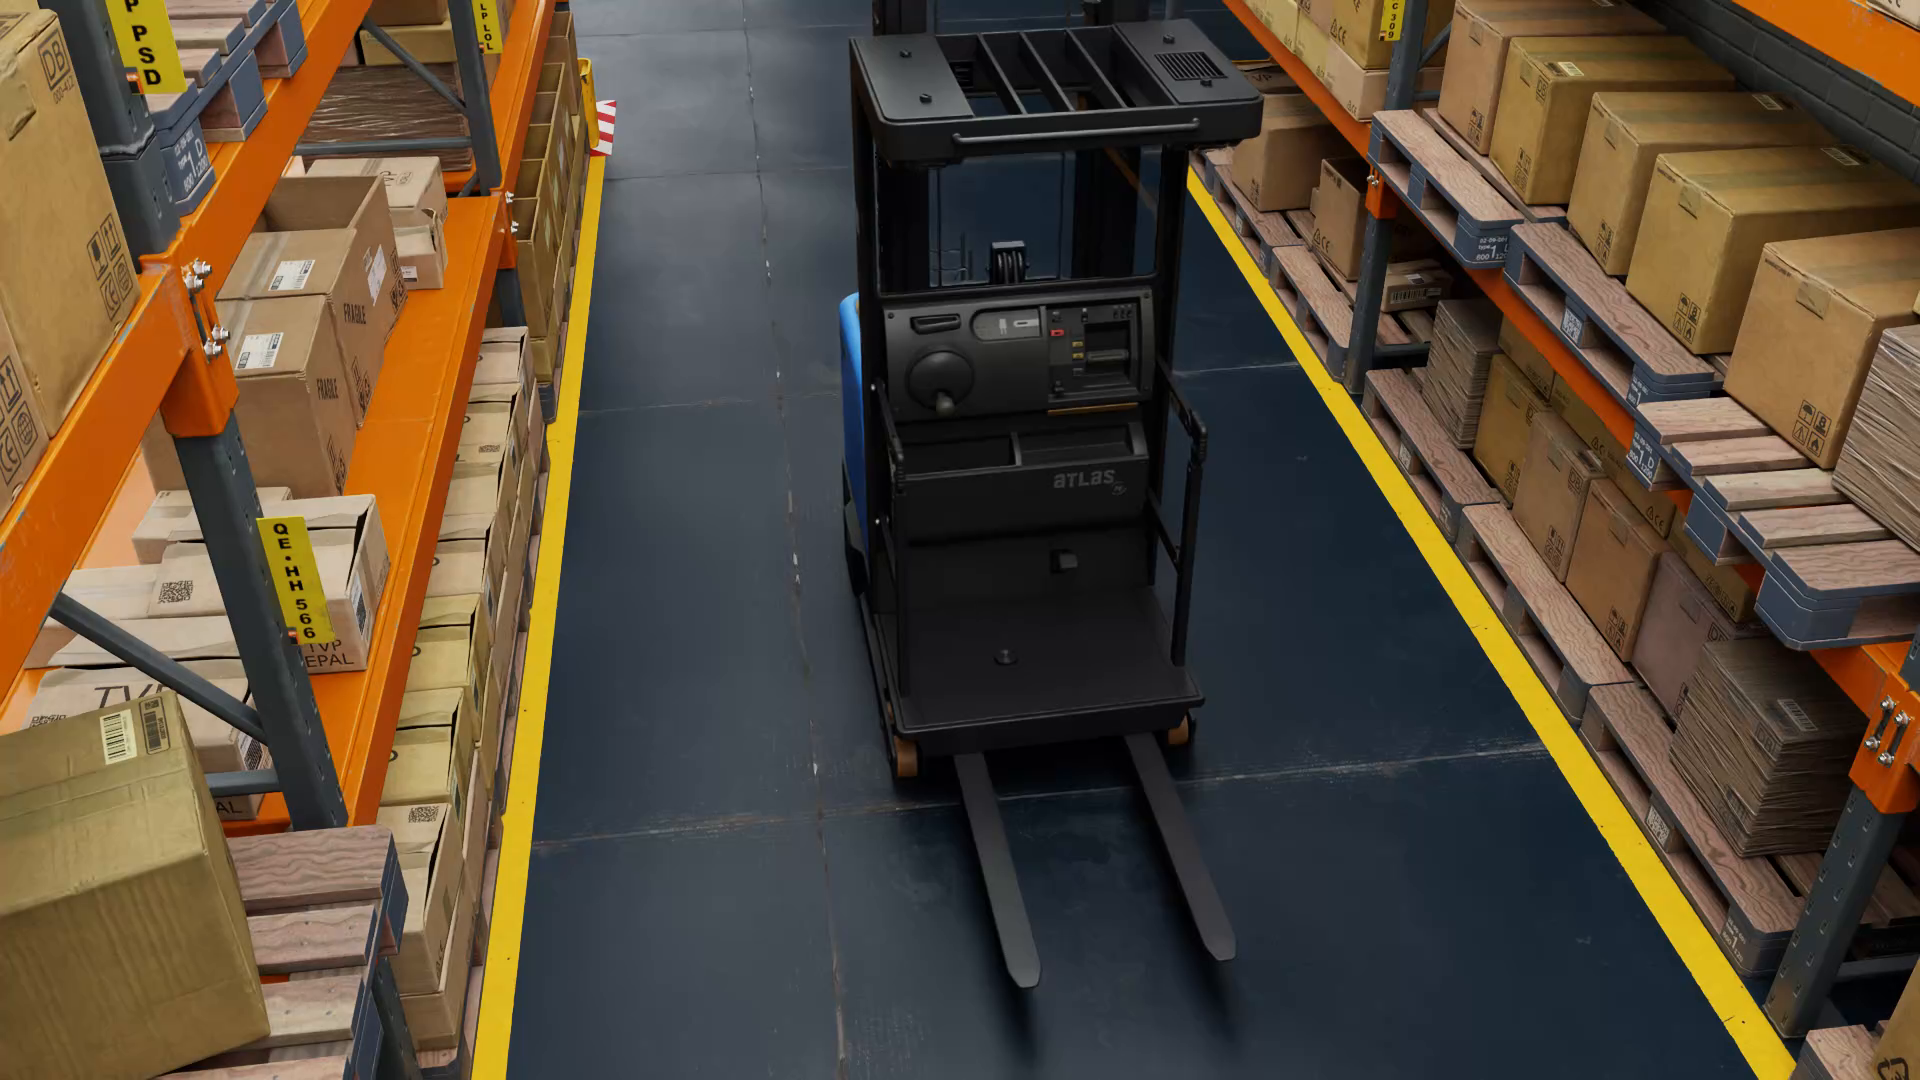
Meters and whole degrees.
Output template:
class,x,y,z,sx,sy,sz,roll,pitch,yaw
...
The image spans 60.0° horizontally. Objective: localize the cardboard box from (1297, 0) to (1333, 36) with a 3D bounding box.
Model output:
class,x,y,z,sx,sy,sz,roll,pitch,yaw
cardboard box,1.993,-2.804,8.150,0.500,0.500,0.500,-5,35,-7

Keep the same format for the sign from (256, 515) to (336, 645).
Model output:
class,x,y,z,sx,sy,sz,roll,pitch,yaw
sign,-1.398,0.088,3.499,0.100,0.325,0.005,-4,35,-6

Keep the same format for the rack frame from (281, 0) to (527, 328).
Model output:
class,x,y,z,sx,sy,sz,roll,pitch,yaw
rack frame,-2.472,-1.652,7.010,1.000,3.000,0.127,-4,35,-6

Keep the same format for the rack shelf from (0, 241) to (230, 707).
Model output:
class,x,y,z,sx,sy,sz,roll,pitch,yaw
rack shelf,-1.665,0.754,1.455,1.077,0.370,4.000,-4,35,-6

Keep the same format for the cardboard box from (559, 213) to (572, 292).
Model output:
class,x,y,z,sx,sy,sz,roll,pitch,yaw
cardboard box,-2.358,-1.530,8.900,0.500,0.250,0.500,-4,35,-6

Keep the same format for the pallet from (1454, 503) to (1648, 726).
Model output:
class,x,y,z,sx,sy,sz,roll,pitch,yaw
pallet,2.710,0.240,6.710,1.003,0.211,1.213,-4,35,-6

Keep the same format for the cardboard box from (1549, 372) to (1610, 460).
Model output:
class,x,y,z,sx,sy,sz,roll,pitch,yaw
cardboard box,2.688,-0.543,6.546,0.500,0.250,0.500,-5,35,-8

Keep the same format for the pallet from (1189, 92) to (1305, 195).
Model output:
class,x,y,z,sx,sy,sz,roll,pitch,yaw
pallet,1.983,-2.610,10.893,1.003,0.211,1.213,-4,35,-6

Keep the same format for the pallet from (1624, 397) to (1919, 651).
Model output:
class,x,y,z,sx,sy,sz,roll,pitch,yaw
pallet,2.773,-0.107,4.914,1.213,0.211,1.003,-4,35,-6

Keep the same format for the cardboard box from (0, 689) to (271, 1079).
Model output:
class,x,y,z,sx,sy,sz,roll,pitch,yaw
cardboard box,-1.738,0.708,3.085,0.700,0.500,0.500,-16,37,-22

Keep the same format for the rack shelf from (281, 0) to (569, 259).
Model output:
class,x,y,z,sx,sy,sz,roll,pitch,yaw
rack shelf,-2.741,-2.470,8.850,1.077,0.370,4.000,-4,35,-6

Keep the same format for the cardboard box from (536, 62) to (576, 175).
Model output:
class,x,y,z,sx,sy,sz,roll,pitch,yaw
cardboard box,-2.494,-2.397,9.507,0.500,0.500,0.500,-4,35,-6

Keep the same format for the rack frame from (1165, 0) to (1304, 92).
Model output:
class,x,y,z,sx,sy,sz,roll,pitch,yaw
rack frame,1.898,-4.261,10.839,1.000,3.000,0.127,-4,35,-6

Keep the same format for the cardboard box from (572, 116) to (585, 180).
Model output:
class,x,y,z,sx,sy,sz,roll,pitch,yaw
cardboard box,-2.566,-2.366,10.127,0.500,0.250,0.500,-4,35,-6

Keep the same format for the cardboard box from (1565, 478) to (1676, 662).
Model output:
class,x,y,z,sx,sy,sz,roll,pitch,yaw
cardboard box,2.777,0.085,6.291,0.700,0.500,0.500,-5,35,-7

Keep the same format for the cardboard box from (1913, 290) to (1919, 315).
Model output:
class,x,y,z,sx,sy,sz,roll,pitch,yaw
cardboard box,2.840,-0.657,4.495,0.380,0.149,0.250,-10,36,-14

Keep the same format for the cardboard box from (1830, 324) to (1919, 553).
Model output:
class,x,y,z,sx,sy,sz,roll,pitch,yaw
cardboard box,2.901,-0.281,4.520,0.700,0.500,0.500,-8,35,-12

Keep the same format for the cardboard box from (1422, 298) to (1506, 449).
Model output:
class,x,y,z,sx,sy,sz,roll,pitch,yaw
cardboard box,2.552,-0.768,7.543,0.700,0.500,0.500,-3,34,-5

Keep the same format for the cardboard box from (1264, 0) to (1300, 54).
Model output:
class,x,y,z,sx,sy,sz,roll,pitch,yaw
cardboard box,1.930,-2.775,8.773,0.500,0.250,0.500,-5,35,-7

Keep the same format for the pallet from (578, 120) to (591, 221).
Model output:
class,x,y,z,sx,sy,sz,roll,pitch,yaw
pallet,-2.866,-2.308,10.449,1.003,0.211,1.213,-4,35,-6

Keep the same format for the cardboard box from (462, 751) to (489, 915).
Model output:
class,x,y,z,sx,sy,sz,roll,pitch,yaw
cardboard box,-1.782,0.948,5.264,0.500,0.250,0.500,-5,35,-8

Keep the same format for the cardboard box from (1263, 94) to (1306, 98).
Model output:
class,x,y,z,sx,sy,sz,roll,pitch,yaw
cardboard box,1.979,-2.621,10.429,0.500,0.311,0.500,-2,34,-2

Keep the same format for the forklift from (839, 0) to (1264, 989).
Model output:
class,x,y,z,sx,sy,sz,roll,pitch,yaw
forklift,0.245,-0.575,5.491,1.130,2.935,3.031,-6,35,-8

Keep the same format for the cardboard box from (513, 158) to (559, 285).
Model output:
class,x,y,z,sx,sy,sz,roll,pitch,yaw
cardboard box,-2.299,-1.560,8.278,0.500,0.500,0.500,-4,35,-6

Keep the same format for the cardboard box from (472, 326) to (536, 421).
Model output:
class,x,y,z,sx,sy,sz,roll,pitch,yaw
cardboard box,-2.134,-0.716,7.208,0.500,0.311,0.500,-4,35,-6

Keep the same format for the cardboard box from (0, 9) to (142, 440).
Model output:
class,x,y,z,sx,sy,sz,roll,pitch,yaw
cardboard box,-1.842,-0.460,2.508,0.910,0.500,0.500,-4,35,-6

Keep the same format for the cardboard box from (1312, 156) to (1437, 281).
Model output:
class,x,y,z,sx,sy,sz,roll,pitch,yaw
cardboard box,2.257,-1.754,8.989,0.500,0.500,0.500,-7,35,-10

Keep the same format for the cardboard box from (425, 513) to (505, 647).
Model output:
class,x,y,z,sx,sy,sz,roll,pitch,yaw
cardboard box,-1.929,0.133,5.962,0.500,0.311,0.500,-5,35,-7

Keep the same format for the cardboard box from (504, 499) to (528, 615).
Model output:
class,x,y,z,sx,sy,sz,roll,pitch,yaw
cardboard box,-1.994,0.088,6.526,0.500,0.250,0.500,-4,34,-5

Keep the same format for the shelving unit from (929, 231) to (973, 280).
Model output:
class,x,y,z,sx,sy,sz,roll,pitch,yaw
shelving unit,-0.082,-0.751,7.286,0.258,1.200,0.189,-6,35,-8

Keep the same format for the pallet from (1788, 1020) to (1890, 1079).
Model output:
class,x,y,z,sx,sy,sz,roll,pitch,yaw
pallet,3.005,1.801,4.420,1.003,0.211,1.213,-4,35,-6

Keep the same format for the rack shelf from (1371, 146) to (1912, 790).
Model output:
class,x,y,z,sx,sy,sz,roll,pitch,yaw
rack shelf,2.705,-0.616,6.129,1.077,0.370,4.000,-4,35,-6

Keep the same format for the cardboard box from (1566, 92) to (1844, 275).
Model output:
class,x,y,z,sx,sy,sz,roll,pitch,yaw
cardboard box,2.658,-1.288,5.997,0.700,0.500,0.500,0,34,0

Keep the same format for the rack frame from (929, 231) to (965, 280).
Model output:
class,x,y,z,sx,sy,sz,roll,pitch,yaw
rack frame,-0.098,-0.801,7.360,0.240,1.200,0.006,-6,35,-8

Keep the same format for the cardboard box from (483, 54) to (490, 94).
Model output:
class,x,y,z,sx,sy,sz,roll,pitch,yaw
cardboard box,-2.615,-2.234,7.776,0.700,0.500,0.500,-5,35,-7

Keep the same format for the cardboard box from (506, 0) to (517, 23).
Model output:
class,x,y,z,sx,sy,sz,roll,pitch,yaw
cardboard box,-2.823,-3.093,9.037,0.700,0.500,0.500,-4,34,-6

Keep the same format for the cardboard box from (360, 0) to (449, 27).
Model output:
class,x,y,z,sx,sy,sz,roll,pitch,yaw
cardboard box,-2.538,-2.476,6.979,0.700,0.500,0.500,-4,34,-6

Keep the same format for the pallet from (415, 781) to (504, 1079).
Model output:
class,x,y,z,sx,sy,sz,roll,pitch,yaw
pallet,-2.006,1.270,5.198,1.003,0.211,1.213,-4,35,-6

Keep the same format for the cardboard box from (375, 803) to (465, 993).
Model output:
class,x,y,z,sx,sy,sz,roll,pitch,yaw
cardboard box,-1.714,0.997,4.694,0.500,0.311,0.500,-3,34,-5

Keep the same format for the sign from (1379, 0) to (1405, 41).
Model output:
class,x,y,z,sx,sy,sz,roll,pitch,yaw
sign,1.899,-2.341,7.253,0.100,0.325,0.005,-4,35,-6

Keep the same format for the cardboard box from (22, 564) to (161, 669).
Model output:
class,x,y,z,sx,sy,sz,roll,pitch,yaw
cardboard box,-2.329,0.203,4.511,0.380,0.149,0.250,-4,35,-6

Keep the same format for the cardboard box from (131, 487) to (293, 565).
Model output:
class,x,y,z,sx,sy,sz,roll,pitch,yaw
cardboard box,-2.161,-0.023,4.843,0.380,0.149,0.250,-2,34,-3

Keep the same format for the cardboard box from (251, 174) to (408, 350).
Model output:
class,x,y,z,sx,sy,sz,roll,pitch,yaw
cardboard box,-2.314,-0.969,5.920,0.500,0.500,0.500,-2,34,-3
